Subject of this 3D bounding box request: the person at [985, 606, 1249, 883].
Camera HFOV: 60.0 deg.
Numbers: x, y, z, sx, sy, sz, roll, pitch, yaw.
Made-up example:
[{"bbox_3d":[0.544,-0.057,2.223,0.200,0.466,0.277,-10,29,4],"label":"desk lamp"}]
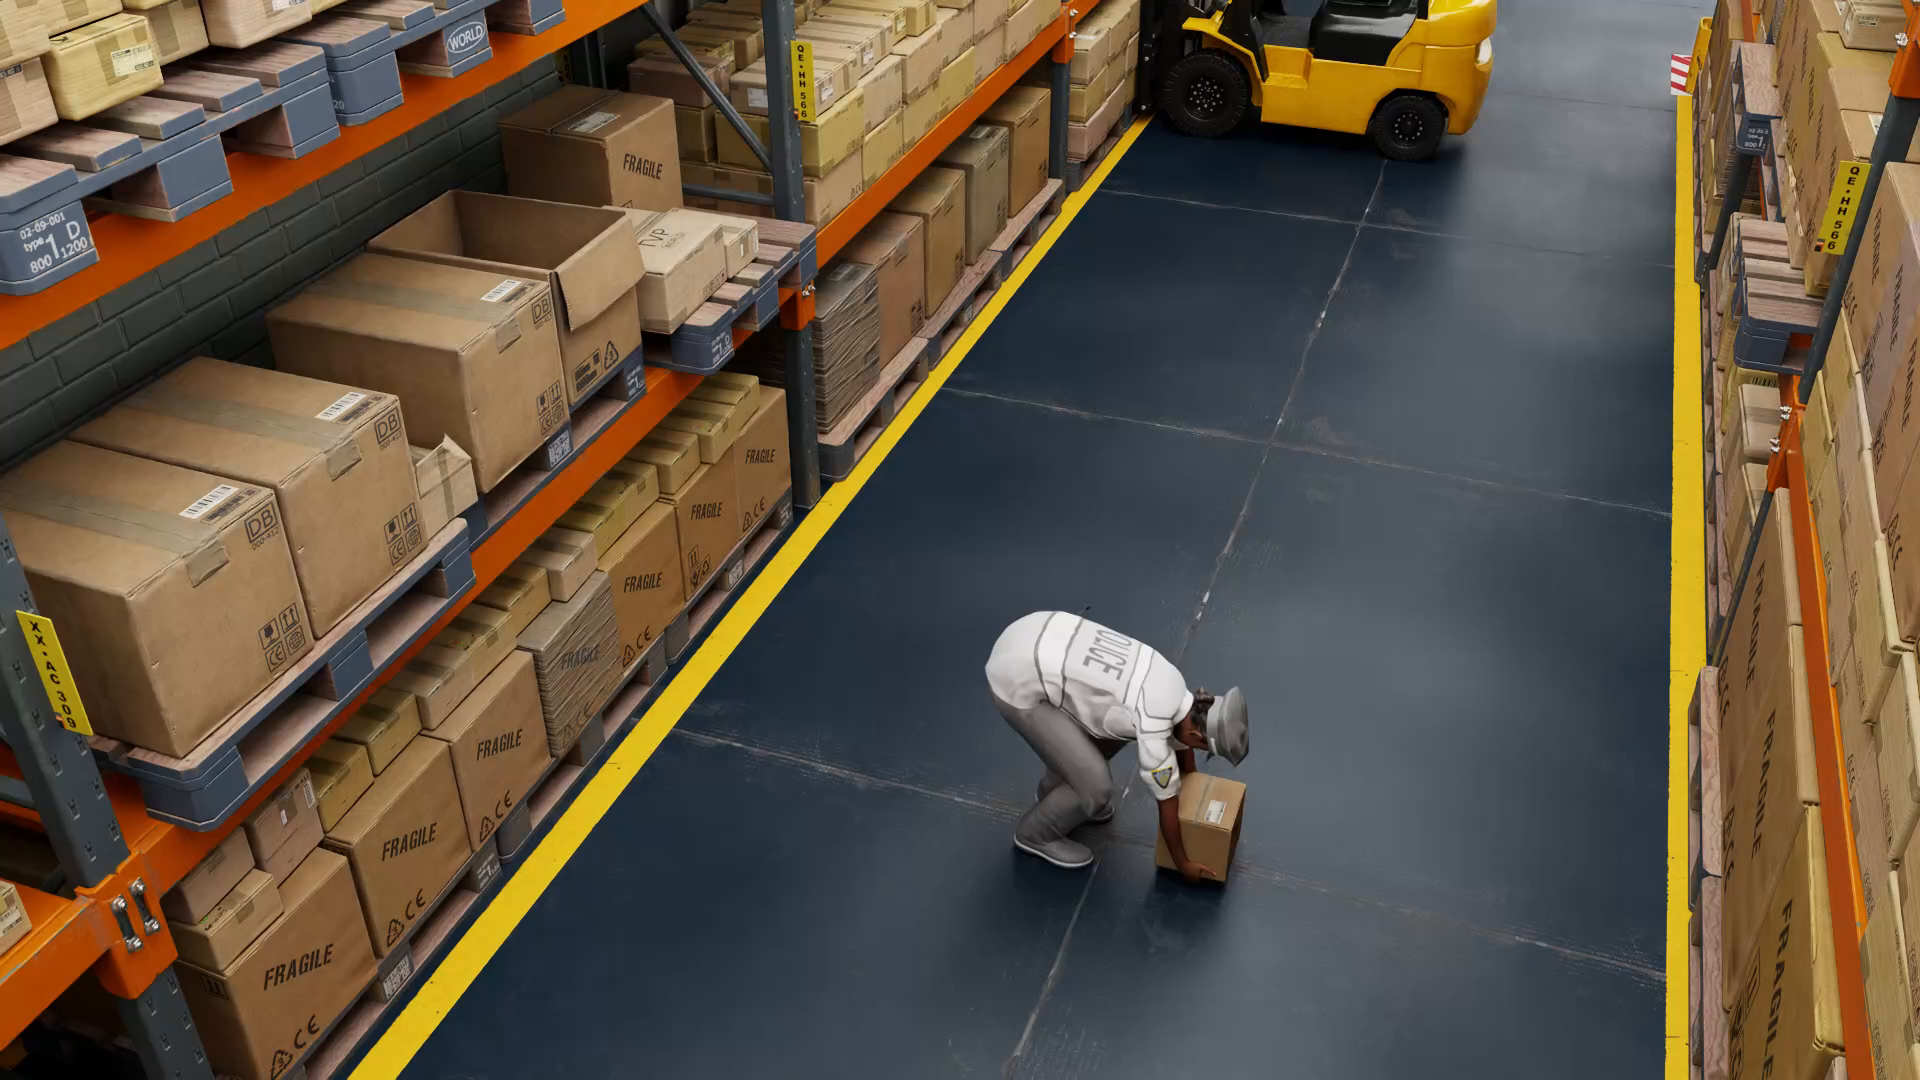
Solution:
[{"bbox_3d":[0.538,0.711,5.751,0.904,0.908,0.465,10,35,15],"label":"person"}]
